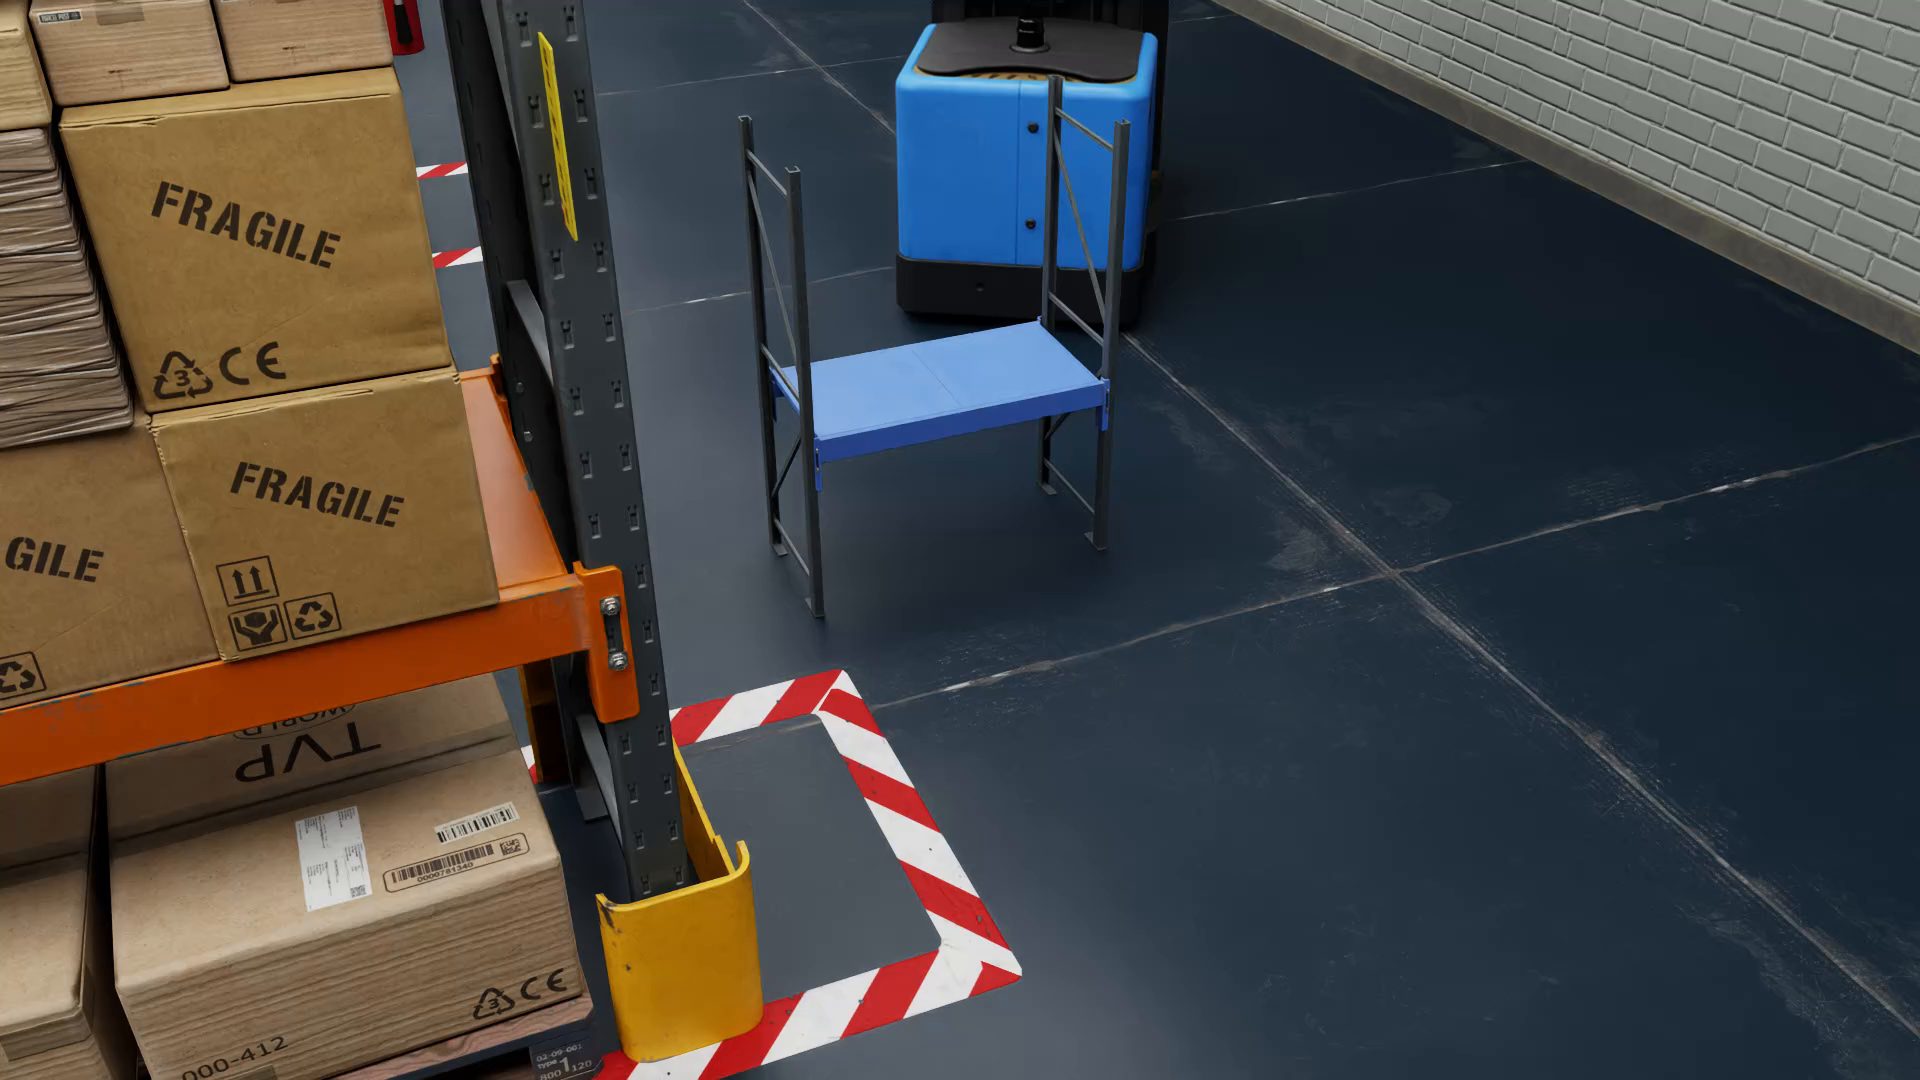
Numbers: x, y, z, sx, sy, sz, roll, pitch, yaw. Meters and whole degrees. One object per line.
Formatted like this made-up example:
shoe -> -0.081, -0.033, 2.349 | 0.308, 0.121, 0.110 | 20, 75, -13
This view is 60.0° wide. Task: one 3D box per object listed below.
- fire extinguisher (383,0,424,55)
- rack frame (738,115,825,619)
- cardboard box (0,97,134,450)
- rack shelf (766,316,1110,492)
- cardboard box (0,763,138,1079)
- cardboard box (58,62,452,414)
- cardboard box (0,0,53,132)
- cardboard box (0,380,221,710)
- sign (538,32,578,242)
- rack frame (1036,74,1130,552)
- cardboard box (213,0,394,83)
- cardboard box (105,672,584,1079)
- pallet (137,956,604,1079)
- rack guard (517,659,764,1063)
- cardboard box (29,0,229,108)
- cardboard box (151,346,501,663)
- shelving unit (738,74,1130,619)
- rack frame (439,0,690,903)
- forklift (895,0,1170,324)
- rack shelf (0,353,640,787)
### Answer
fire extinguisher -> -2.457, -2.452, 7.181 | 0.183, 0.674, 0.296 | -13, 35, -19
rack frame -> -0.547, -0.503, 5.148 | 0.032, 1.500, 0.500 | -13, 35, -19
cardboard box -> -1.682, -0.466, 2.707 | 0.500, 0.500, 0.500 | -13, 35, -19
rack shelf -> -0.079, -0.460, 5.411 | 1.000, 0.185, 0.538 | -13, 35, -19
cardboard box -> -2.269, 0.933, 3.529 | 0.875, 0.438, 0.875 | -12, 35, -18
cardboard box -> -1.211, -0.591, 2.900 | 0.500, 0.500, 0.500 | -12, 35, -17
cardboard box -> -1.542, -0.746, 2.542 | 0.250, 0.149, 0.380 | -13, 35, -19
cardboard box -> -1.670, -0.060, 3.001 | 0.500, 0.500, 0.500 | -14, 35, -20
sign -> -0.661, -0.660, 2.736 | 0.005, 0.325, 0.100 | -13, 35, -19
rack frame -> 0.390, -0.718, 5.478 | 0.032, 1.500, 0.500 | -13, 35, -19
cardboard box -> -1.112, -0.908, 2.792 | 0.250, 0.149, 0.380 | -12, 35, -18
cardboard box -> -1.428, 0.736, 3.833 | 0.875, 0.438, 0.875 | -14, 36, -21
pallet -> -1.566, 1.025, 3.981 | 1.213, 0.211, 1.003 | -13, 35, -19
rack guard -> -0.837, 0.691, 4.230 | 0.348, 0.500, 1.175 | -13, 35, -19
cardboard box -> -1.337, -0.842, 2.691 | 0.250, 0.149, 0.380 | -12, 35, -18
cardboard box -> -1.201, -0.159, 3.152 | 0.500, 0.500, 0.500 | -13, 35, -19
shelving unit -> -0.079, -0.611, 5.313 | 1.048, 1.500, 0.538 | -13, 35, -19
rack frame -> -0.859, -0.352, 3.540 | 0.127, 3.000, 1.000 | -13, 35, -19
forklift -> 0.446, -2.928, 7.562 | 1.130, 2.935, 3.031 | 4, 33, 7
rack shelf -> -2.703, 0.372, 3.087 | 4.000, 0.370, 1.077 | -13, 35, -19
